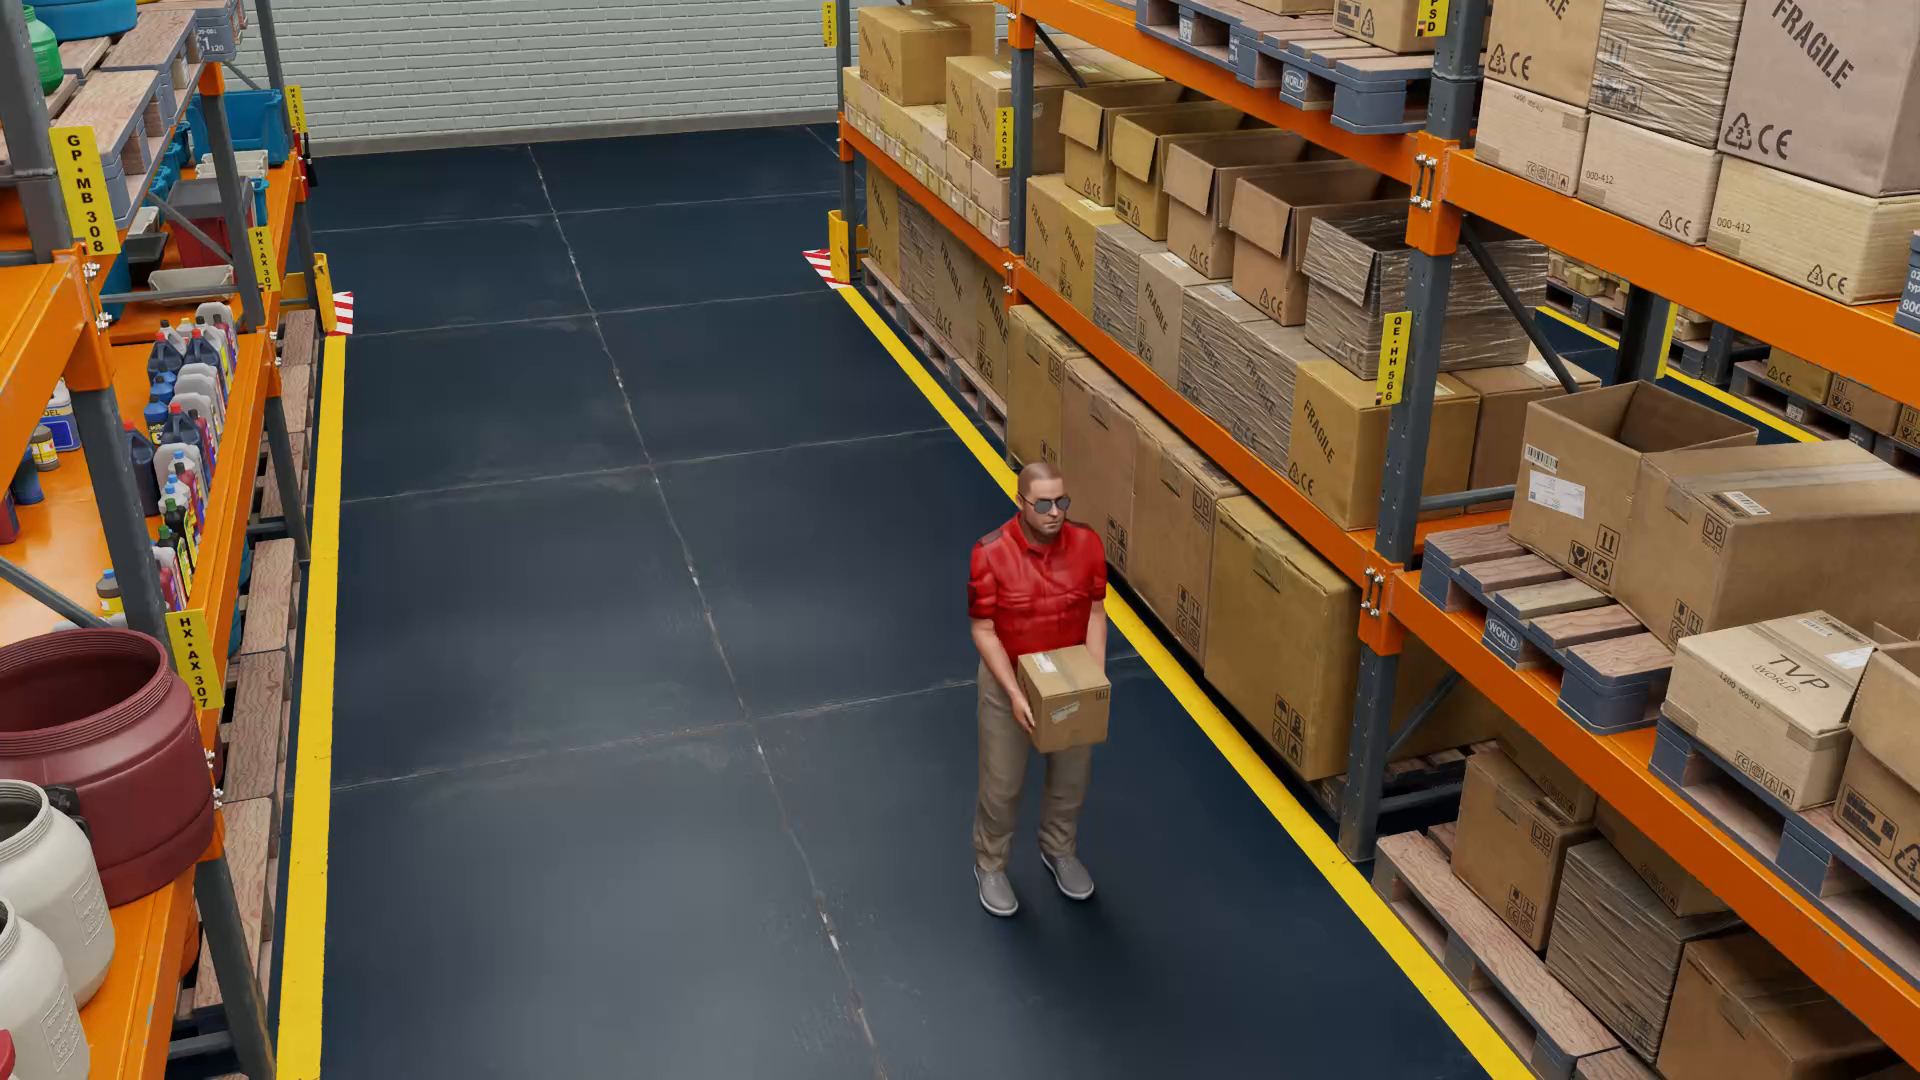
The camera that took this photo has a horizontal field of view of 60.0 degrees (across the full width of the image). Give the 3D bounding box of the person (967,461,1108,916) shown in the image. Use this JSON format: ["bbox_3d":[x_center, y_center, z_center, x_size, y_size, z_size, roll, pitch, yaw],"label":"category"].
[{"bbox_3d":[0.306,0.562,5.982,0.521,1.729,0.517,-8,27,-16],"label":"person"}]
